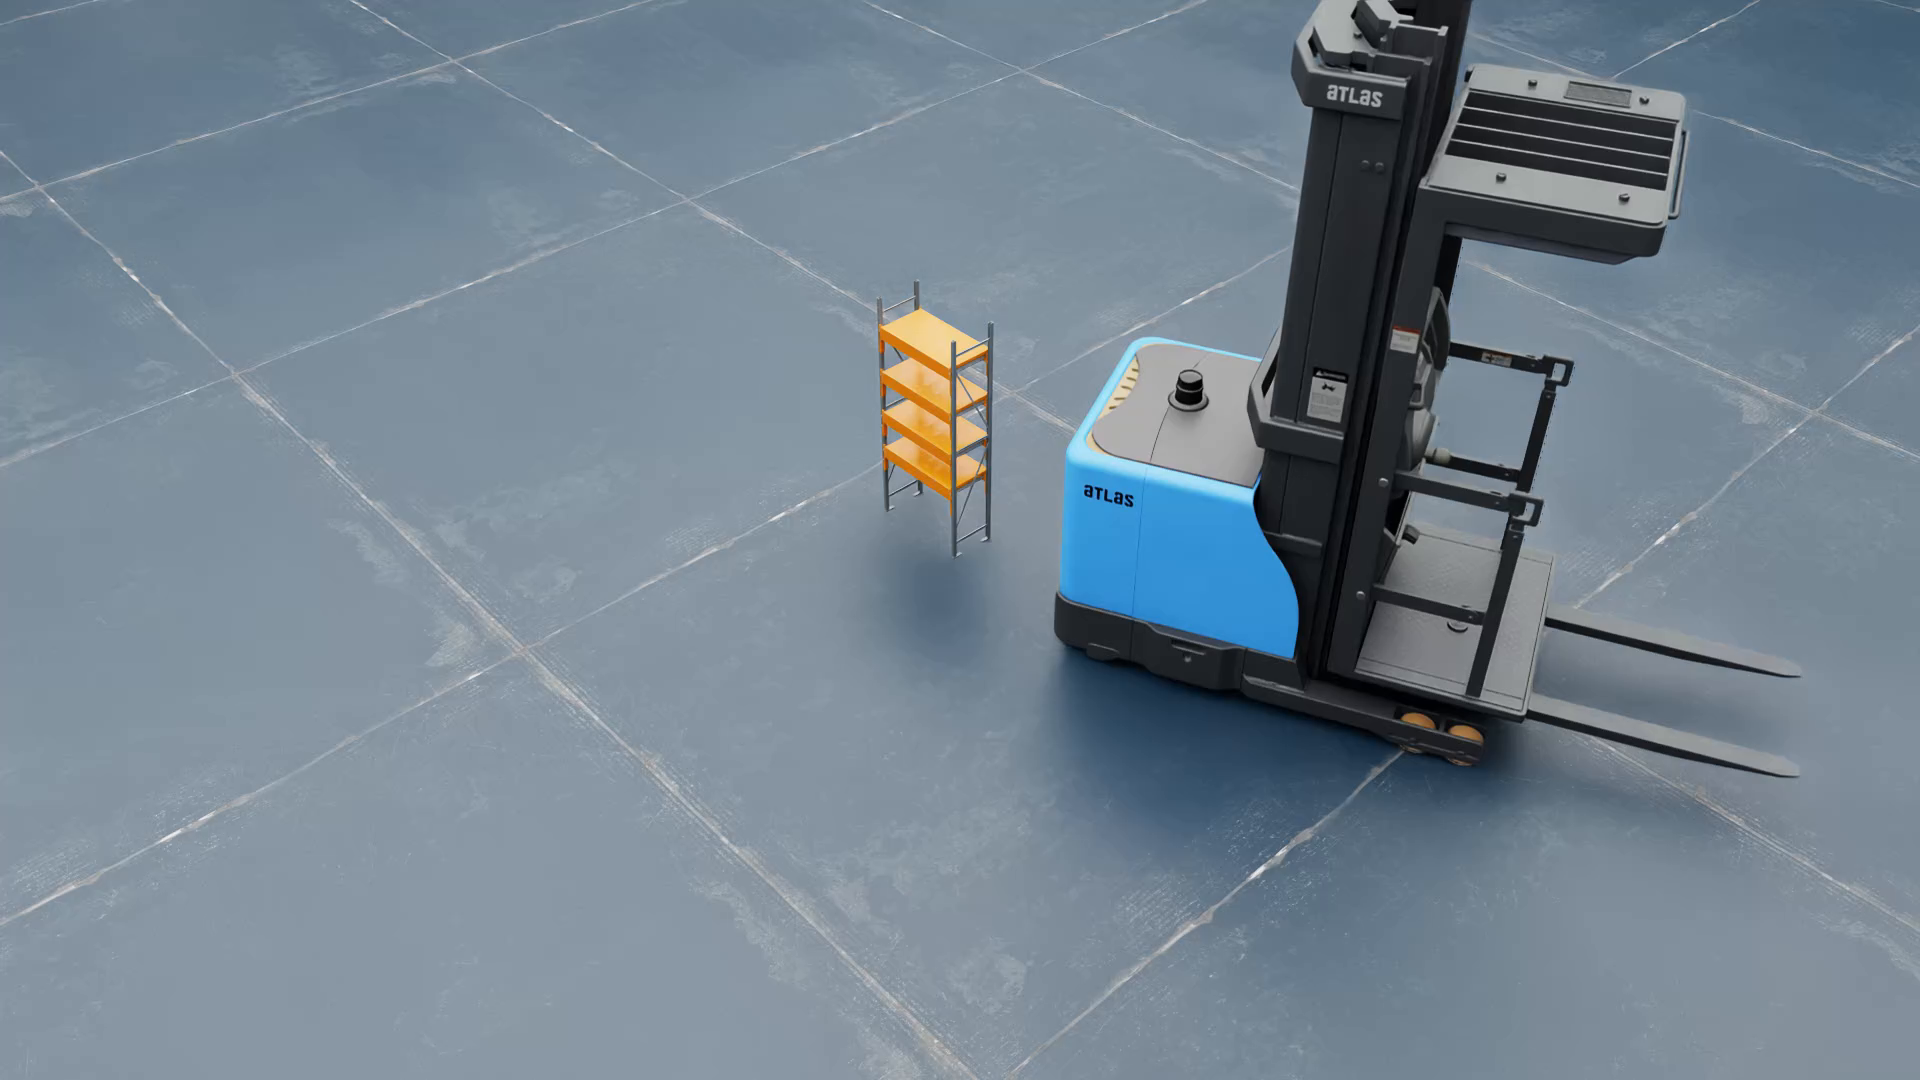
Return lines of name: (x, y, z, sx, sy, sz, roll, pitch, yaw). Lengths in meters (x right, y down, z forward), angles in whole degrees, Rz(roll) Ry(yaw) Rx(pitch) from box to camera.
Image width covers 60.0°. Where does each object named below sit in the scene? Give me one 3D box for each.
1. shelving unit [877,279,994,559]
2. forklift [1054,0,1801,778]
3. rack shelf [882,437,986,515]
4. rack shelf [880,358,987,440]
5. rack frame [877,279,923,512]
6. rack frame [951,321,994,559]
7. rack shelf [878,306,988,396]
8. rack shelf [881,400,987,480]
shelving unit: (-0.112, -0.543, 7.676, 0.258, 1.200, 0.503, -30, 48, -32)
forklift: (1.984, -0.597, 6.364, 3.031, 2.935, 1.130, 14, 41, 17)
rack shelf: (-0.112, -0.337, 7.843, 0.258, 0.148, 0.480, -30, 48, -32)
rack shelf: (-0.112, -0.665, 7.577, 0.258, 0.148, 0.480, -30, 48, -32)
rack frame: (-0.277, -0.656, 7.816, 0.240, 1.200, 0.015, -30, 48, -32)
rack frame: (0.053, -0.430, 7.536, 0.240, 1.200, 0.015, -30, 48, -32)
rack shelf: (-0.112, -0.849, 7.429, 0.258, 0.148, 0.480, -30, 48, -32)
rack shelf: (-0.112, -0.491, 7.718, 0.258, 0.148, 0.480, -30, 48, -32)
